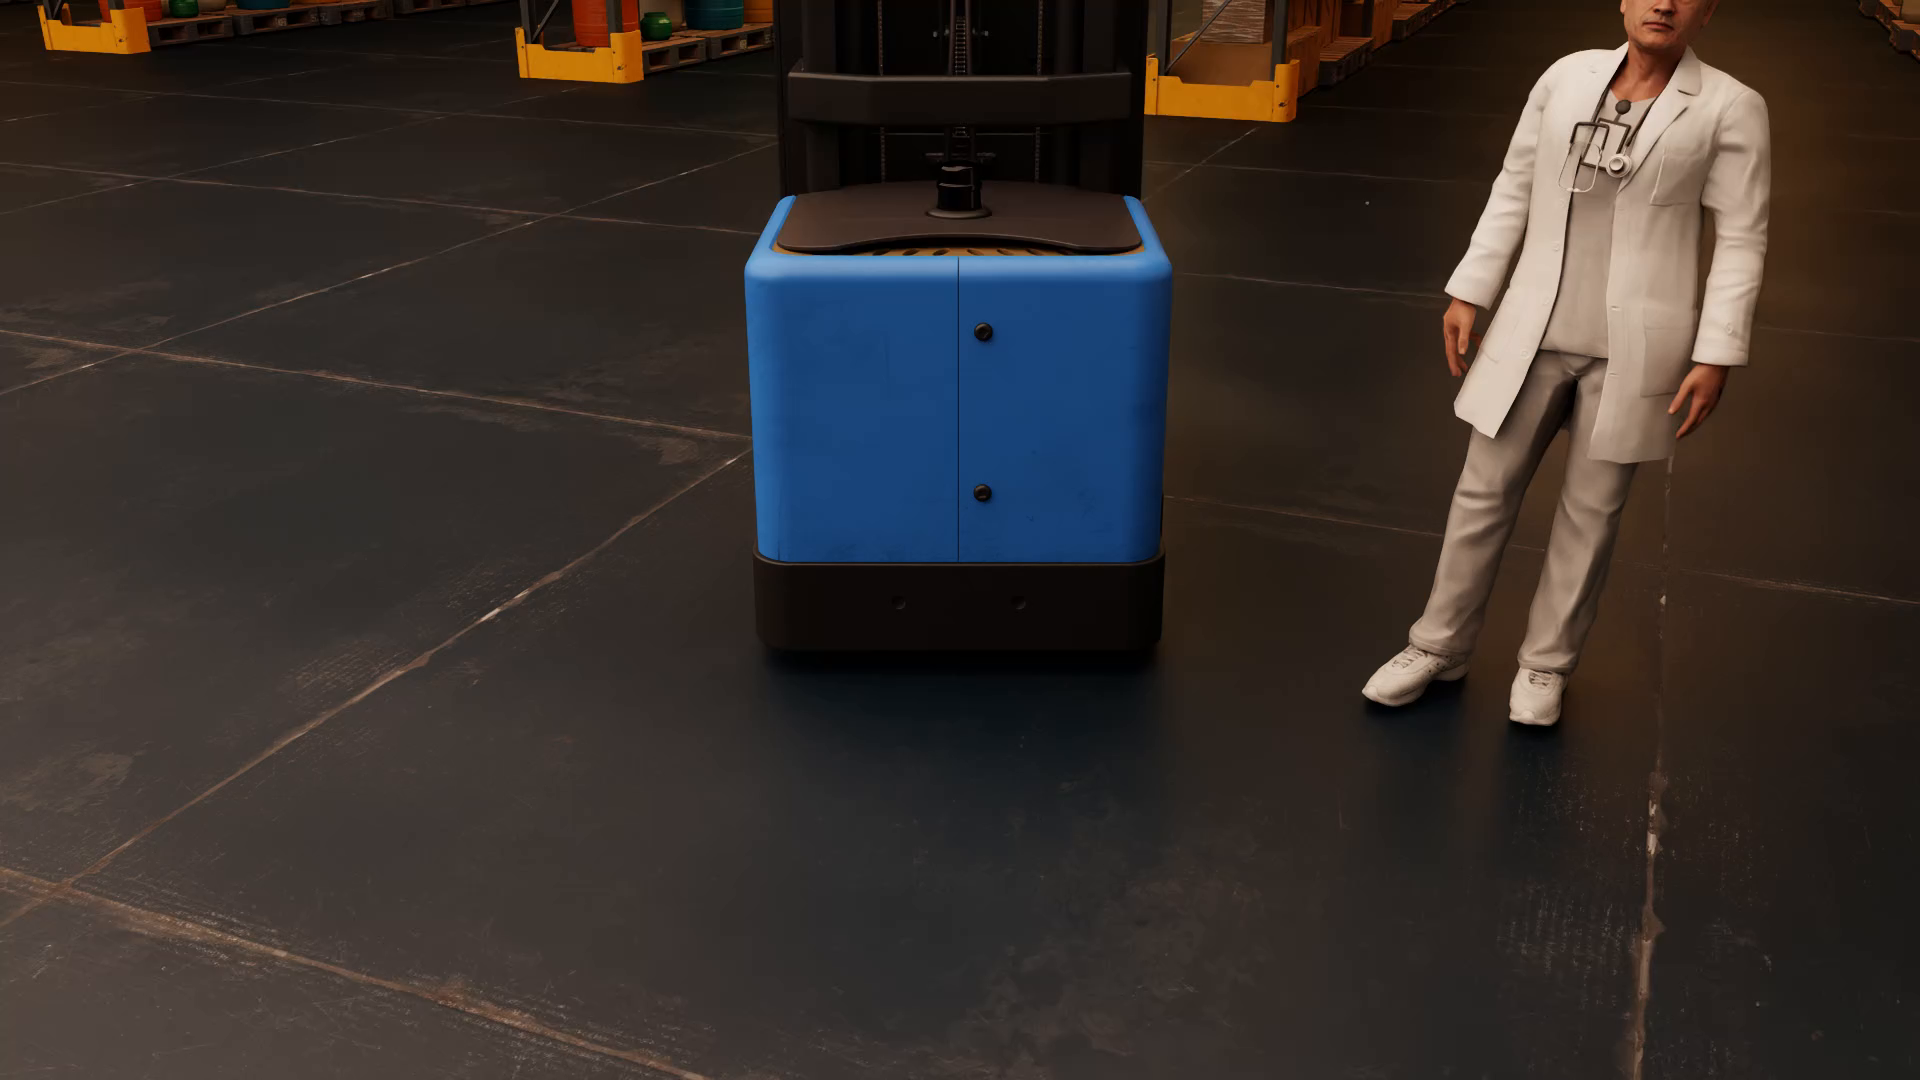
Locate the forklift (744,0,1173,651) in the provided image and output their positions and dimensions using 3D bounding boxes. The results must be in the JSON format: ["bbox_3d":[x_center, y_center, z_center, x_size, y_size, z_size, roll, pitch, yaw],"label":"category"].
[{"bbox_3d":[0.002,-1.587,5.089,1.130,2.935,3.031,0,23,0],"label":"forklift"}]

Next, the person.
[{"bbox_3d":[1.400,-0.424,3.782,0.697,1.777,0.580,17,28,35],"label":"person"}]
